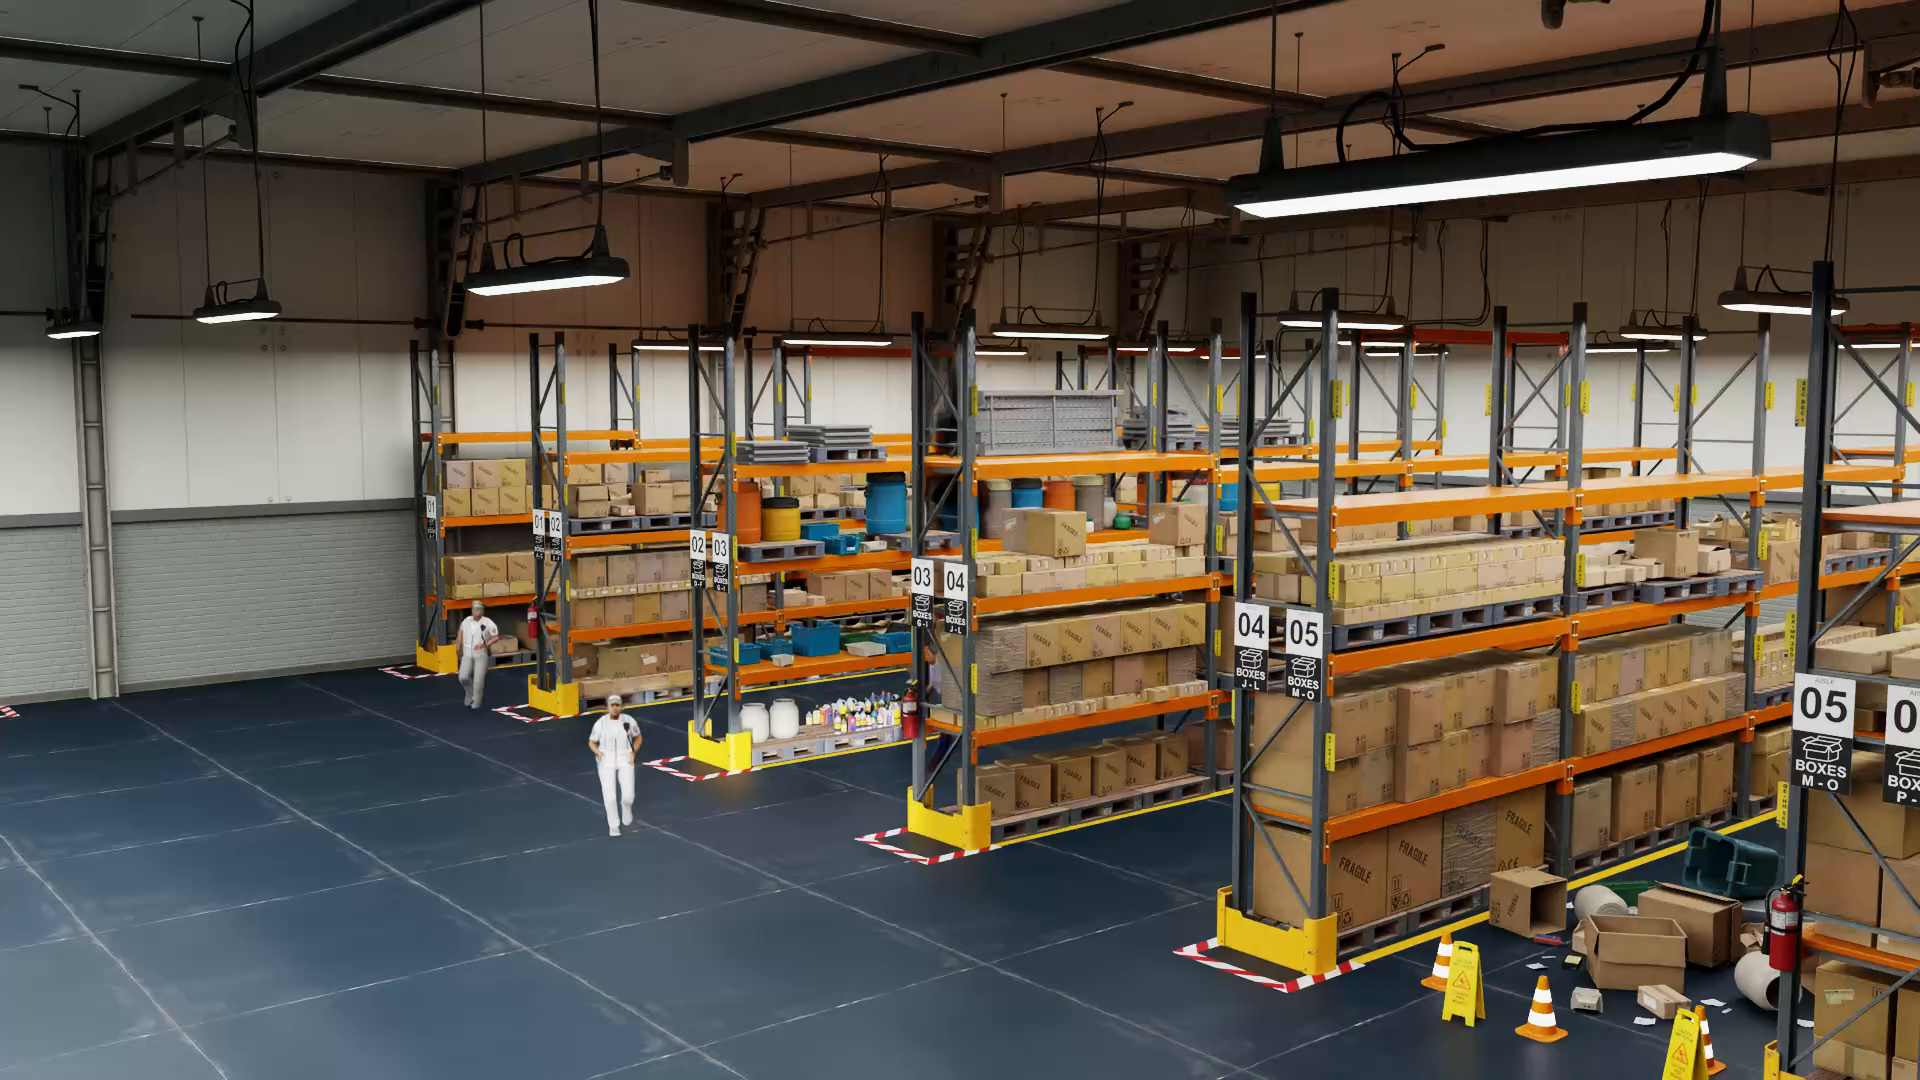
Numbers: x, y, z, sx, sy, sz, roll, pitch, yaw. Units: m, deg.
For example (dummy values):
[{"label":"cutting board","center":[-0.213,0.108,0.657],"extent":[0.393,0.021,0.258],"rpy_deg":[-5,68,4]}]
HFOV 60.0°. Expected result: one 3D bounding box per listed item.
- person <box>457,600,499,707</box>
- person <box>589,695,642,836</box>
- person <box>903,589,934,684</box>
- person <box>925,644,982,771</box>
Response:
[{"label":"person","center":[-7.742,1.827,26.635],"extent":[0.698,1.745,0.550],"rpy_deg":[0,5,3]},{"label":"person","center":[-3.964,2.587,19.164],"extent":[0.603,1.618,0.570],"rpy_deg":[-1,5,-13]},{"label":"person","center":[-0.736,1.539,27.340],"extent":[0.527,1.641,0.582],"rpy_deg":[-4,7,-37]},{"label":"person","center":[-0.064,2.138,21.567],"extent":[0.906,1.649,0.648],"rpy_deg":[-4,6,-35]}]
